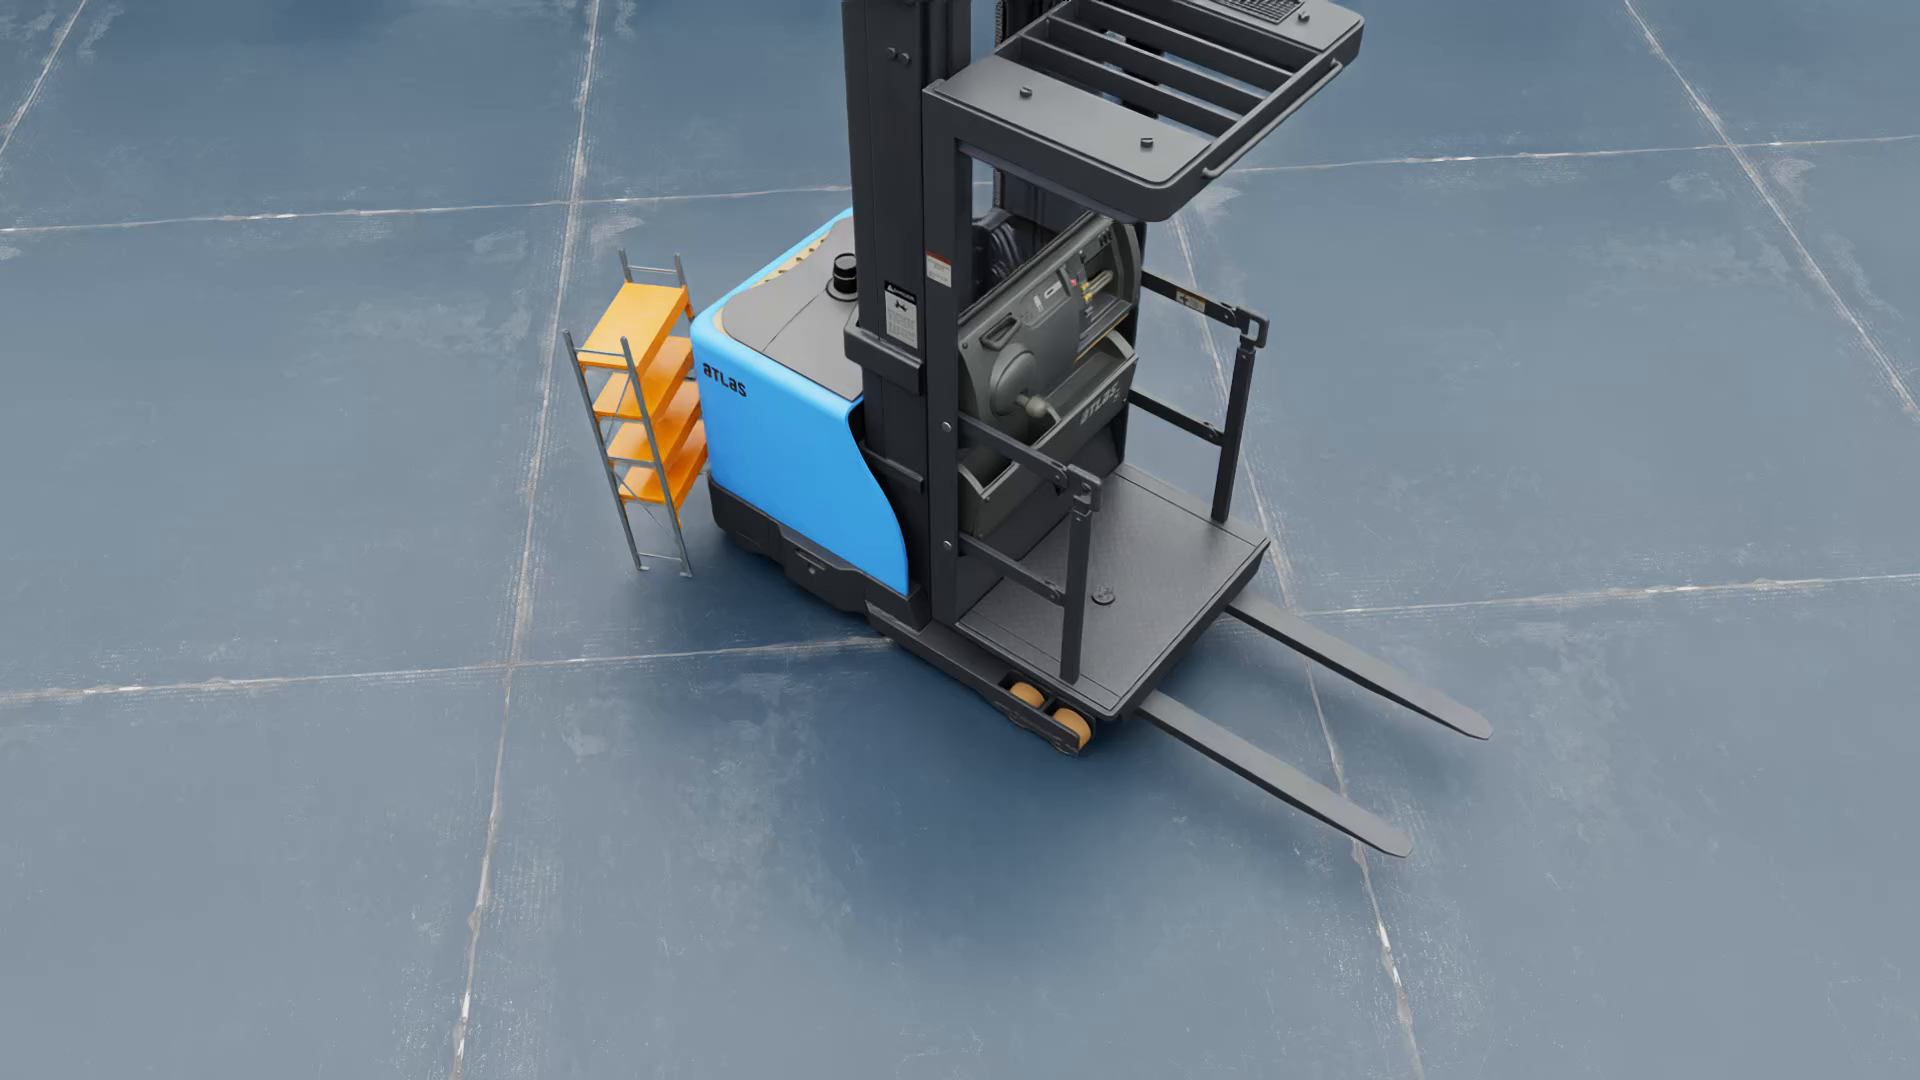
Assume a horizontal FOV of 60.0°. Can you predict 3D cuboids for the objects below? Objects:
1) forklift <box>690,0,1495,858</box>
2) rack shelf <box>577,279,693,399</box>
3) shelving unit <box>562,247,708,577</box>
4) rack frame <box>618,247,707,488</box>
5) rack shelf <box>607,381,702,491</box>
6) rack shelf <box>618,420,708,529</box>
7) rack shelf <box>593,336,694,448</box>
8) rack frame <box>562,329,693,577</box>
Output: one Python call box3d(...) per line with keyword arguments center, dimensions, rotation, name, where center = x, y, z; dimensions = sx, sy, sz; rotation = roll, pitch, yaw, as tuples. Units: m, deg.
box3d(center=(0.474, -0.677, 5.373), dimensions=(3.031, 2.935, 1.130), rotation=(29, 53, 25), name="forklift")
box3d(center=(-1.189, -0.740, 6.072), dimensions=(0.258, 0.148, 0.480), rotation=(8, 47, 14), name="rack shelf")
box3d(center=(-1.158, -0.465, 6.351), dimensions=(0.258, 1.200, 0.503), rotation=(8, 47, 14), name="shelving unit")
box3d(center=(-1.095, -0.636, 6.513), dimensions=(0.240, 1.200, 0.015), rotation=(8, 47, 14), name="rack frame")
box3d(center=(-1.153, -0.418, 6.398), dimensions=(0.258, 0.148, 0.480), rotation=(8, 47, 14), name="rack shelf")
box3d(center=(-1.138, -0.278, 6.539), dimensions=(0.258, 0.148, 0.480), rotation=(8, 47, 14), name="rack shelf")
box3d(center=(-1.170, -0.574, 6.240), dimensions=(0.258, 0.148, 0.480), rotation=(8, 47, 14), name="rack shelf")
box3d(center=(-1.222, -0.294, 6.188), dimensions=(0.240, 1.200, 0.015), rotation=(8, 47, 14), name="rack frame")
